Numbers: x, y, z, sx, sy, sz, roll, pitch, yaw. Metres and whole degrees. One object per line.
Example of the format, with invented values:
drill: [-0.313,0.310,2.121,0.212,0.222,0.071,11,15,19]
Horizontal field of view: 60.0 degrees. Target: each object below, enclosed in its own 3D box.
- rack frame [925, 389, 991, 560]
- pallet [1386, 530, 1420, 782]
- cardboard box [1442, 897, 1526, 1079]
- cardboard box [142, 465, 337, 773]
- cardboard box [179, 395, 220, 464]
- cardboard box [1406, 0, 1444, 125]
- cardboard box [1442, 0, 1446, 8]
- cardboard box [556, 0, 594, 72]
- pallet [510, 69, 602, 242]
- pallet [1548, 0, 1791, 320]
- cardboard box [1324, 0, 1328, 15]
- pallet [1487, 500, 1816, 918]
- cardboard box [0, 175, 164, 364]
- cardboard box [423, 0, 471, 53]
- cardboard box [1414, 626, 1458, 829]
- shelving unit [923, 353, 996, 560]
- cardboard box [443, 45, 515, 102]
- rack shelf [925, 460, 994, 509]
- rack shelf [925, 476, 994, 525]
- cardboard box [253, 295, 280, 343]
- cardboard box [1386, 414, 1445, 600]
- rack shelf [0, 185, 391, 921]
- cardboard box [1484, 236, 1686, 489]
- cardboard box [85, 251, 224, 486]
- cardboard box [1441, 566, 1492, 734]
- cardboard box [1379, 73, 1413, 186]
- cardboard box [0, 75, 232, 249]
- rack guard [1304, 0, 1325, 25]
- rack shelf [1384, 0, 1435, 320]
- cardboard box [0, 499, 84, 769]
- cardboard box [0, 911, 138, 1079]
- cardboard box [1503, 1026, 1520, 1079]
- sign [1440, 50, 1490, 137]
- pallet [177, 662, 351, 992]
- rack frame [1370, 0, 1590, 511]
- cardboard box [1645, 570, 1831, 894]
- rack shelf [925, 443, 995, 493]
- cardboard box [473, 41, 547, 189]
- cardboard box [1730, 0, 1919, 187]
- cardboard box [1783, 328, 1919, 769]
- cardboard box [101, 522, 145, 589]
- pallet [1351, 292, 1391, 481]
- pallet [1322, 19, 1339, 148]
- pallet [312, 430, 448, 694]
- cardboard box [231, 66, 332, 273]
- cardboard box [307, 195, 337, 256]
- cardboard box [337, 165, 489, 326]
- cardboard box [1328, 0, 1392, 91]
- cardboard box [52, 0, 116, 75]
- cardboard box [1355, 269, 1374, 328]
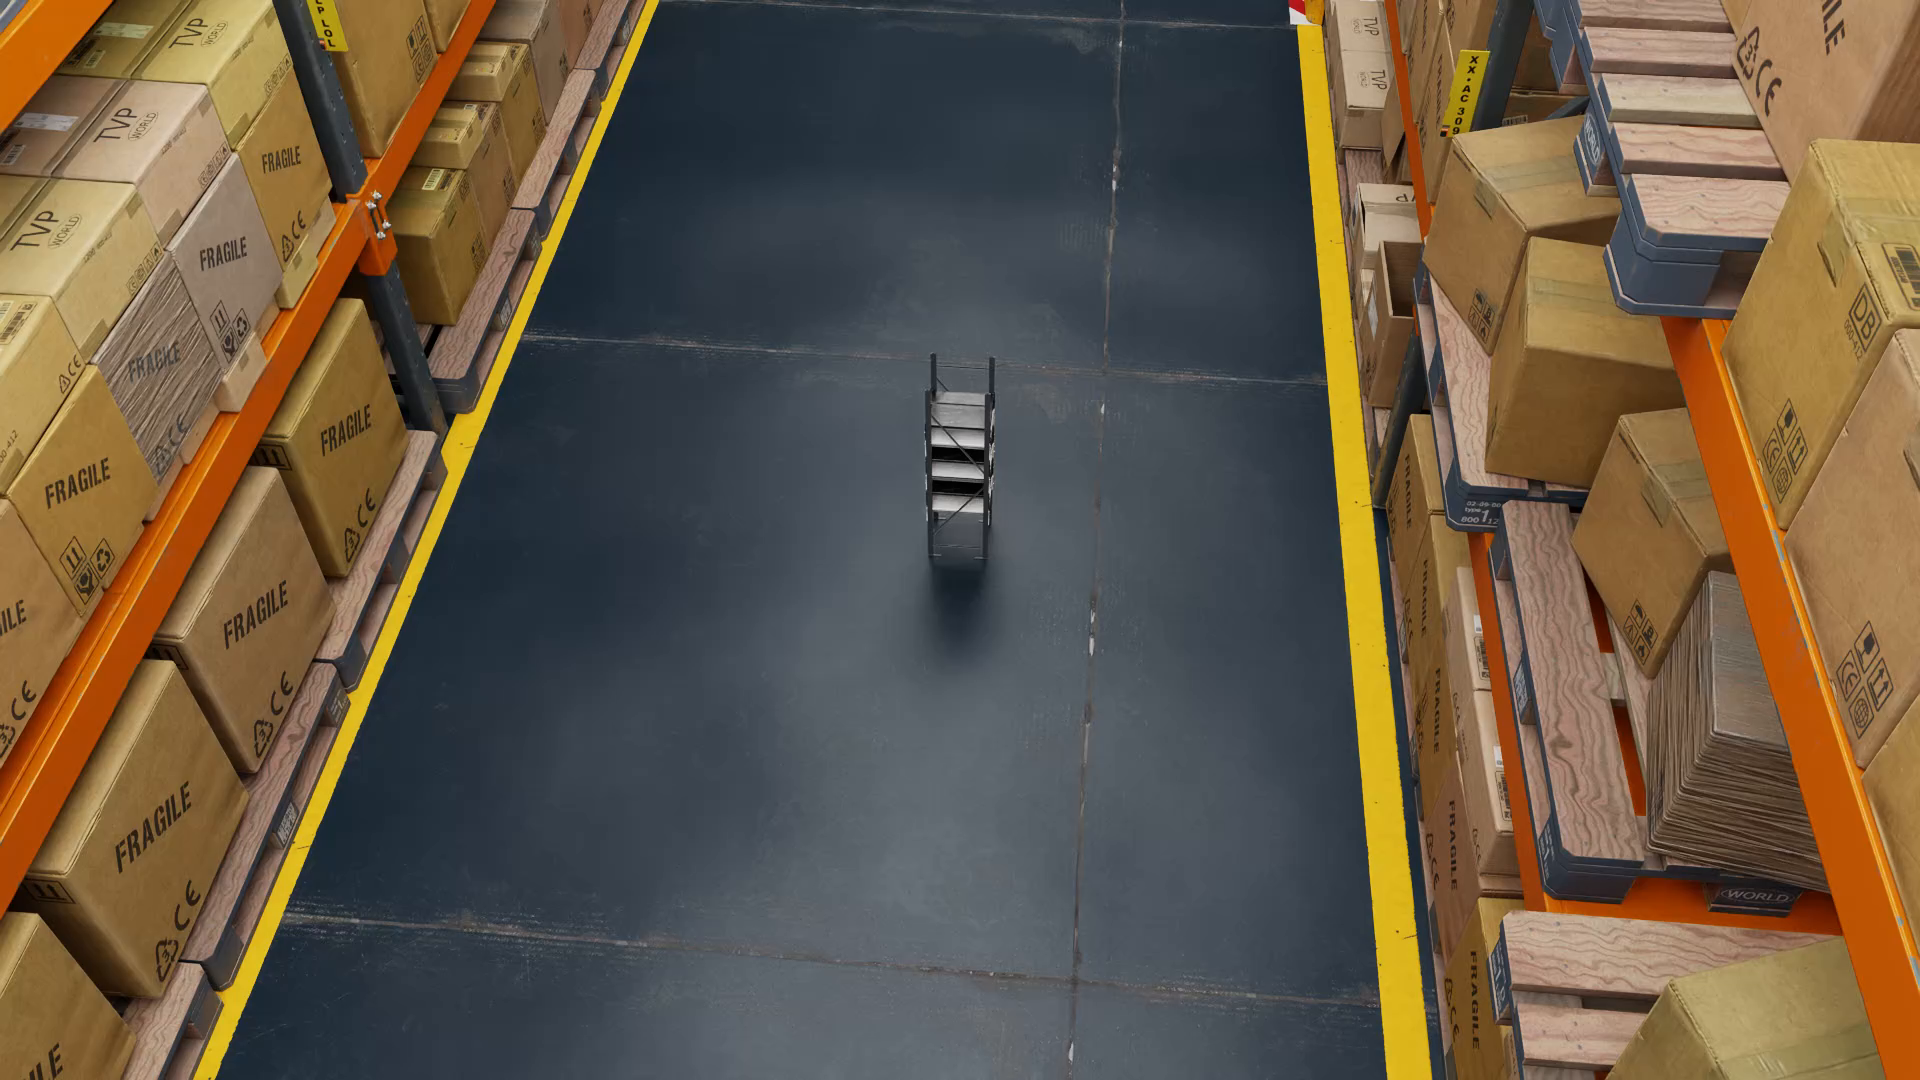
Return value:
rack frame: [-0.009,-0.235,6.381,0.240,0.900,0.006,4,48,4]
pallet: [2.177,0.391,6.275,1.003,0.211,1.213,4,48,4]
cardboard box: [1.747,1.401,4.857,0.500,0.500,0.500,2,48,2]
cardboard box: [-2.728,0.243,5.693,0.750,0.750,0.750,5,48,5]
cardboard box: [-2.591,-0.387,5.254,0.380,0.149,0.250,4,48,4]
cardboard box: [2.049,-1.947,6.456,0.500,0.500,0.500,5,48,5]
cardboard box: [2.045,-2.287,6.089,0.500,0.500,0.500,3,48,3]
cardboard box: [-2.366,-2.829,8.740,0.700,0.500,0.500,4,48,3]
pallet: [-2.465,-1.992,8.455,1.003,0.211,1.213,4,48,4]
pallet: [1.992,-0.862,3.626,1.213,0.211,1.003,4,48,4]
cardboard box: [2.197,-2.991,9.113,0.380,0.149,0.250,4,48,4]
pallet: [2.021,0.425,4.485,1.003,0.211,1.213,4,48,4]
cardboard box: [-2.611,-0.764,4.651,0.500,0.250,0.500,5,48,4]
cardboard box: [-2.583,-2.515,6.840,0.980,0.700,0.700,3,48,3]
cardboard box: [1.836,0.644,5.550,0.500,0.500,0.500,4,48,4]
shelving unit: [0.001,-0.310,6.449,0.258,0.900,0.210,4,48,4]
cardboard box: [-2.290,-2.163,7.691,0.380,0.149,0.250,3,48,2]
rack shelf: [0.001,-0.226,6.540,0.258,0.077,0.200,4,48,4]
rack shelf: [0.001,-0.166,6.607,0.258,0.077,0.200,4,48,4]
cardboard box: [-2.537,-0.761,5.596,0.380,0.149,0.250,5,48,5]
cardboard box: [1.926,-0.116,6.245,0.500,0.500,0.500,2,48,2]
rack shelf: [-2.903,0.232,5.018,1.077,0.370,4.000,4,48,4]
cardboard box: [1.948,-0.483,4.832,0.700,0.500,0.500,11,48,10]
cardboard box: [-2.602,-0.521,4.937,0.500,0.500,0.500,4,48,4]
cardboard box: [1.835,0.366,5.296,0.500,0.250,0.500,4,48,4]
cardboard box: [2.379,-1.837,7.817,0.797,0.503,0.637,4,48,4]
cardboard box: [-2.564,-1.139,4.994,0.500,0.250,0.500,5,48,4]
rack guard: [2.571,-3.190,9.355,1.175,0.500,0.348,4,48,4]
rack shelf: [2.395,-2.377,7.405,1.077,0.370,4.000,4,48,4]
cardboard box: [-2.683,0.229,4.250,0.500,0.500,0.500,4,48,3]
cardboard box: [-2.887,1.511,4.533,0.750,0.750,0.750,3,48,3]
cardboard box: [1.701,1.487,4.271,0.500,0.250,0.500,6,48,5]
sign: [1.672,-1.473,5.504,0.100,0.325,0.005,4,48,4]
pallet: [-2.824,0.932,5.781,1.003,0.211,1.213,4,48,4]
rack frame: [2.213,-1.150,5.795,1.000,3.000,0.127,4,48,4]
cardboard box: [2.067,0.484,3.948,0.700,0.500,0.500,12,49,11]
rack shelf: [0.001,-0.287,6.474,0.258,0.077,0.200,4,48,4]
cardboard box: [-2.452,-2.067,8.043,0.700,0.500,0.500,5,48,4]
cardboard box: [1.975,-1.026,3.229,0.600,0.600,0.600,2,48,2]
cardboard box: [1.901,0.046,2.601,0.910,0.500,0.500,4,48,4]
cardboard box: [-2.664,-0.010,4.909,0.380,0.149,0.250,5,48,5]
pallet: [2.277,-0.713,7.286,1.003,0.211,1.213,4,48,4]
pallet: [2.499,-2.506,8.925,1.003,0.211,1.213,4,48,4]
pallet: [-2.716,0.033,6.603,1.003,0.211,1.213,4,48,4]
cardboard box: [-2.511,-1.265,5.617,0.500,0.500,0.500,3,48,3]
cardboard box: [-2.469,-1.135,5.938,0.380,0.149,0.250,4,48,4]
cardboard box: [-2.550,-1.321,7.361,0.700,0.500,0.500,4,48,4]
cardboard box: [2.200,-2.562,8.652,0.500,0.250,0.500,4,48,4]
cardboard box: [-3.022,-1.554,5.373,0.500,0.250,0.500,5,48,5]
cardboard box: [1.957,-1.054,7.341,0.380,0.149,0.250,4,48,4]
